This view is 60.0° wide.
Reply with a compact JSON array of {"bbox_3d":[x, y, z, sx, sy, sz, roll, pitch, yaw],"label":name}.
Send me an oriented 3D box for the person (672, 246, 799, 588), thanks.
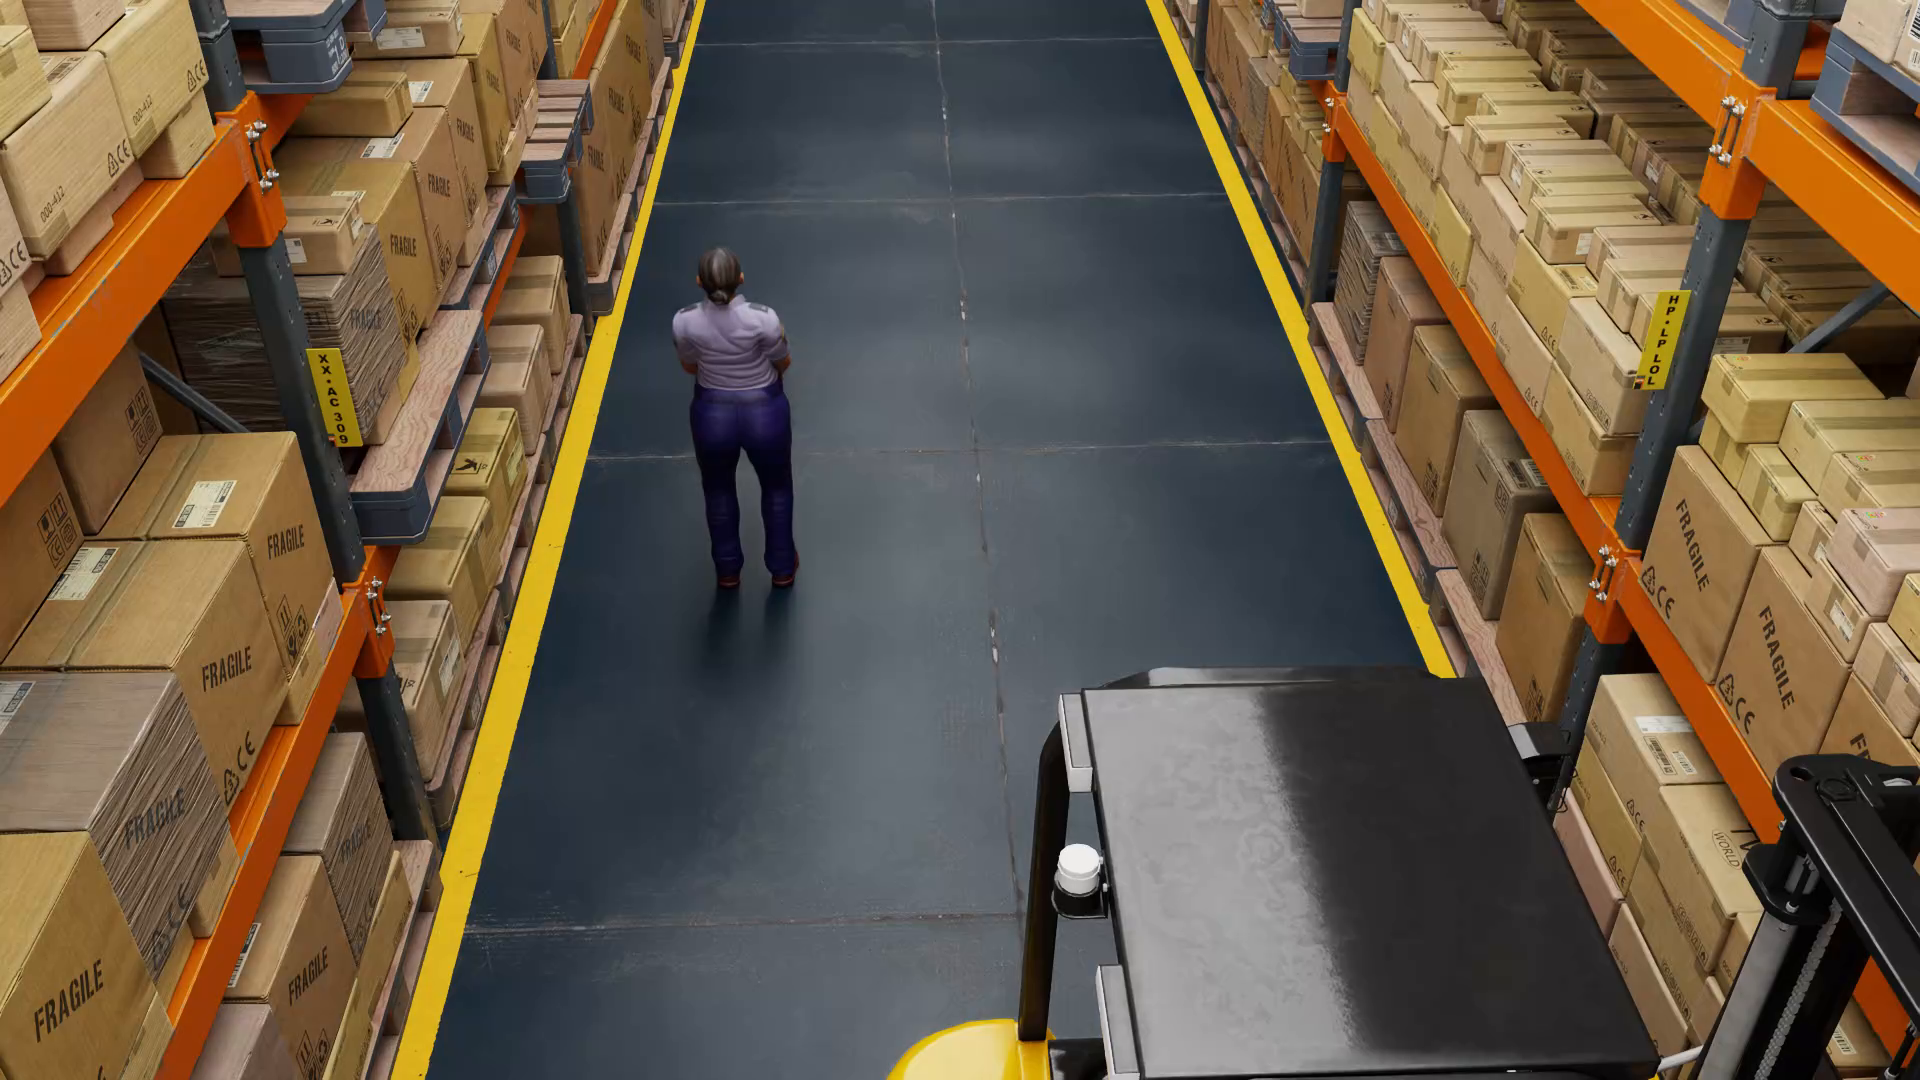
[{"bbox_3d":[-0.913,-0.523,6.917,0.452,1.620,0.525,-1,35,-1],"label":"person"}]
